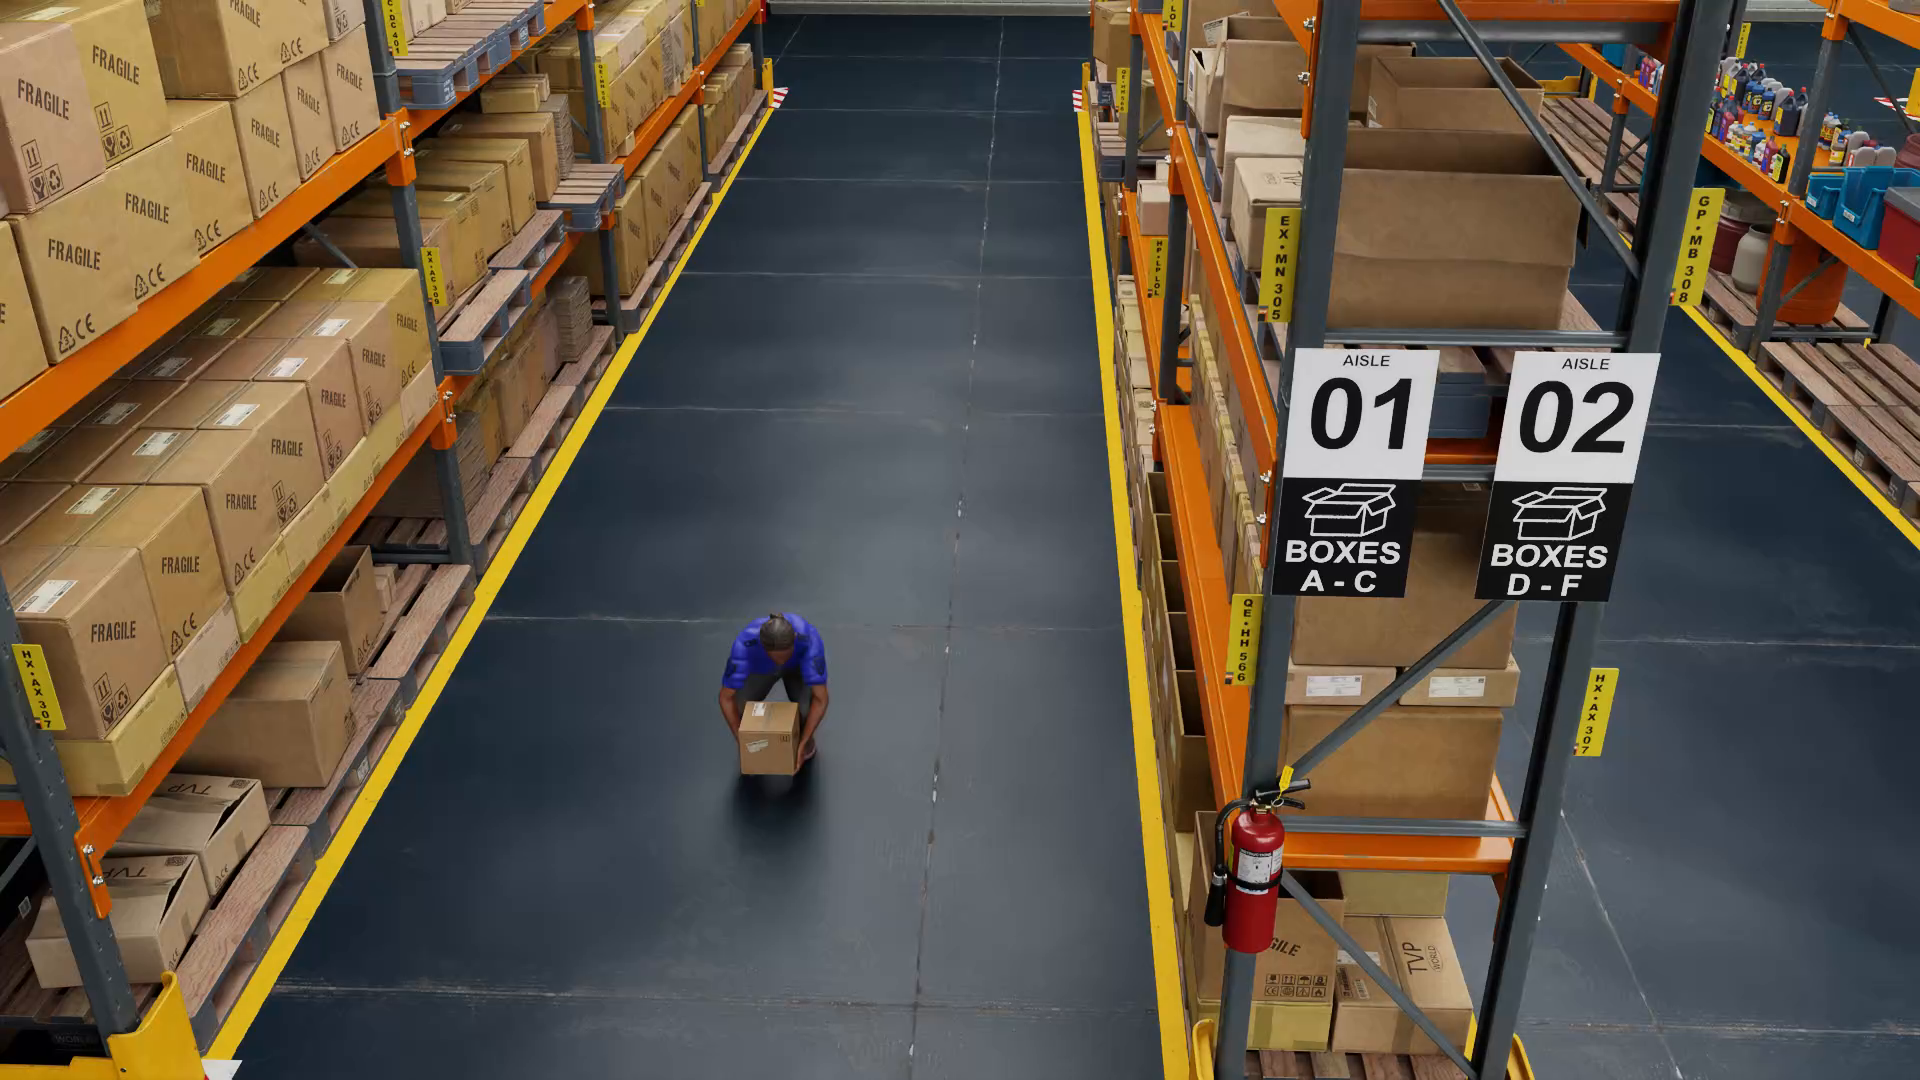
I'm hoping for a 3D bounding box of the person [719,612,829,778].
[{"bbox_3d":[-0.895,0.709,8.100,0.535,0.921,0.685,1,28,2],"label":"person"}]
